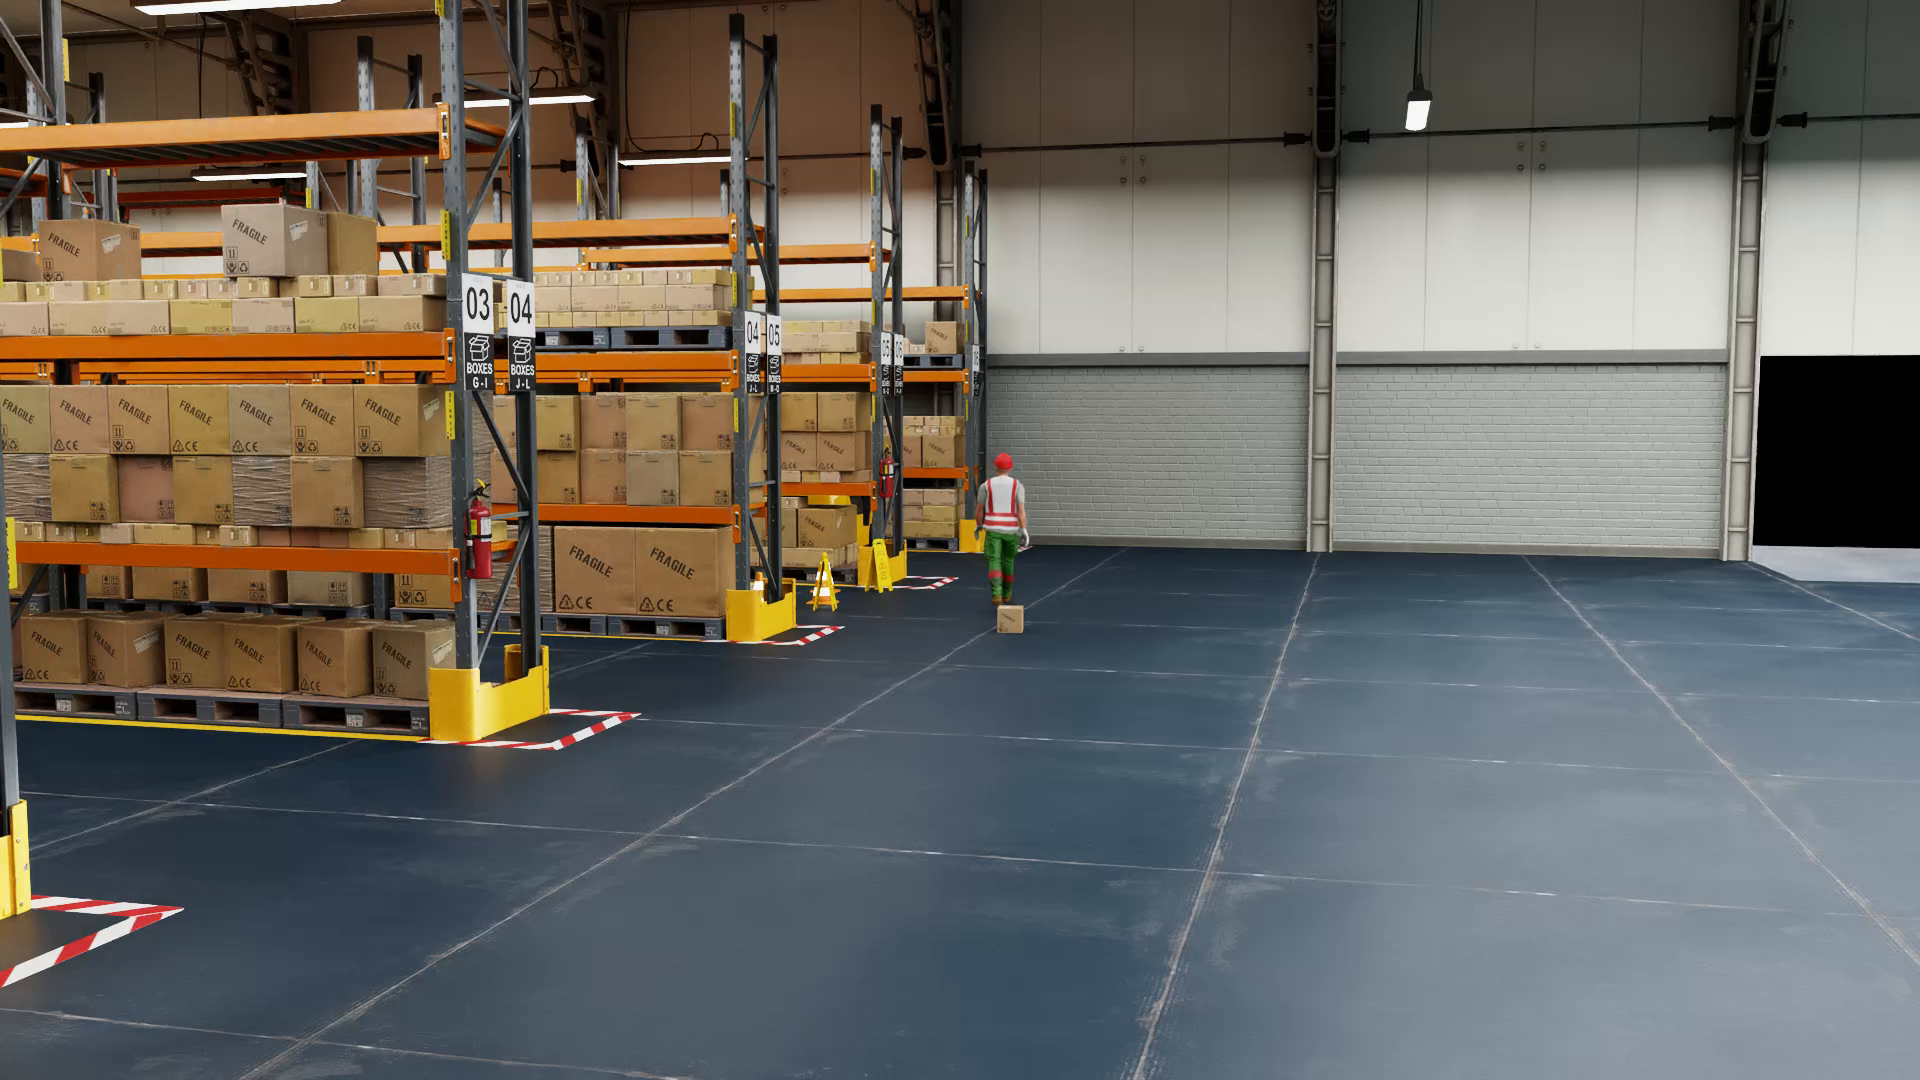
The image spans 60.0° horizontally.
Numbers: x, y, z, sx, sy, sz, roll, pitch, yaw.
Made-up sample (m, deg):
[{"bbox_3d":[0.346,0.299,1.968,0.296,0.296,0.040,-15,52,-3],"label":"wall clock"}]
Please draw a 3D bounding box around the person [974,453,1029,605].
[{"bbox_3d":[0.463,-0.122,18.864,0.584,1.738,1.099,-1,5,-6],"label":"person"}]
